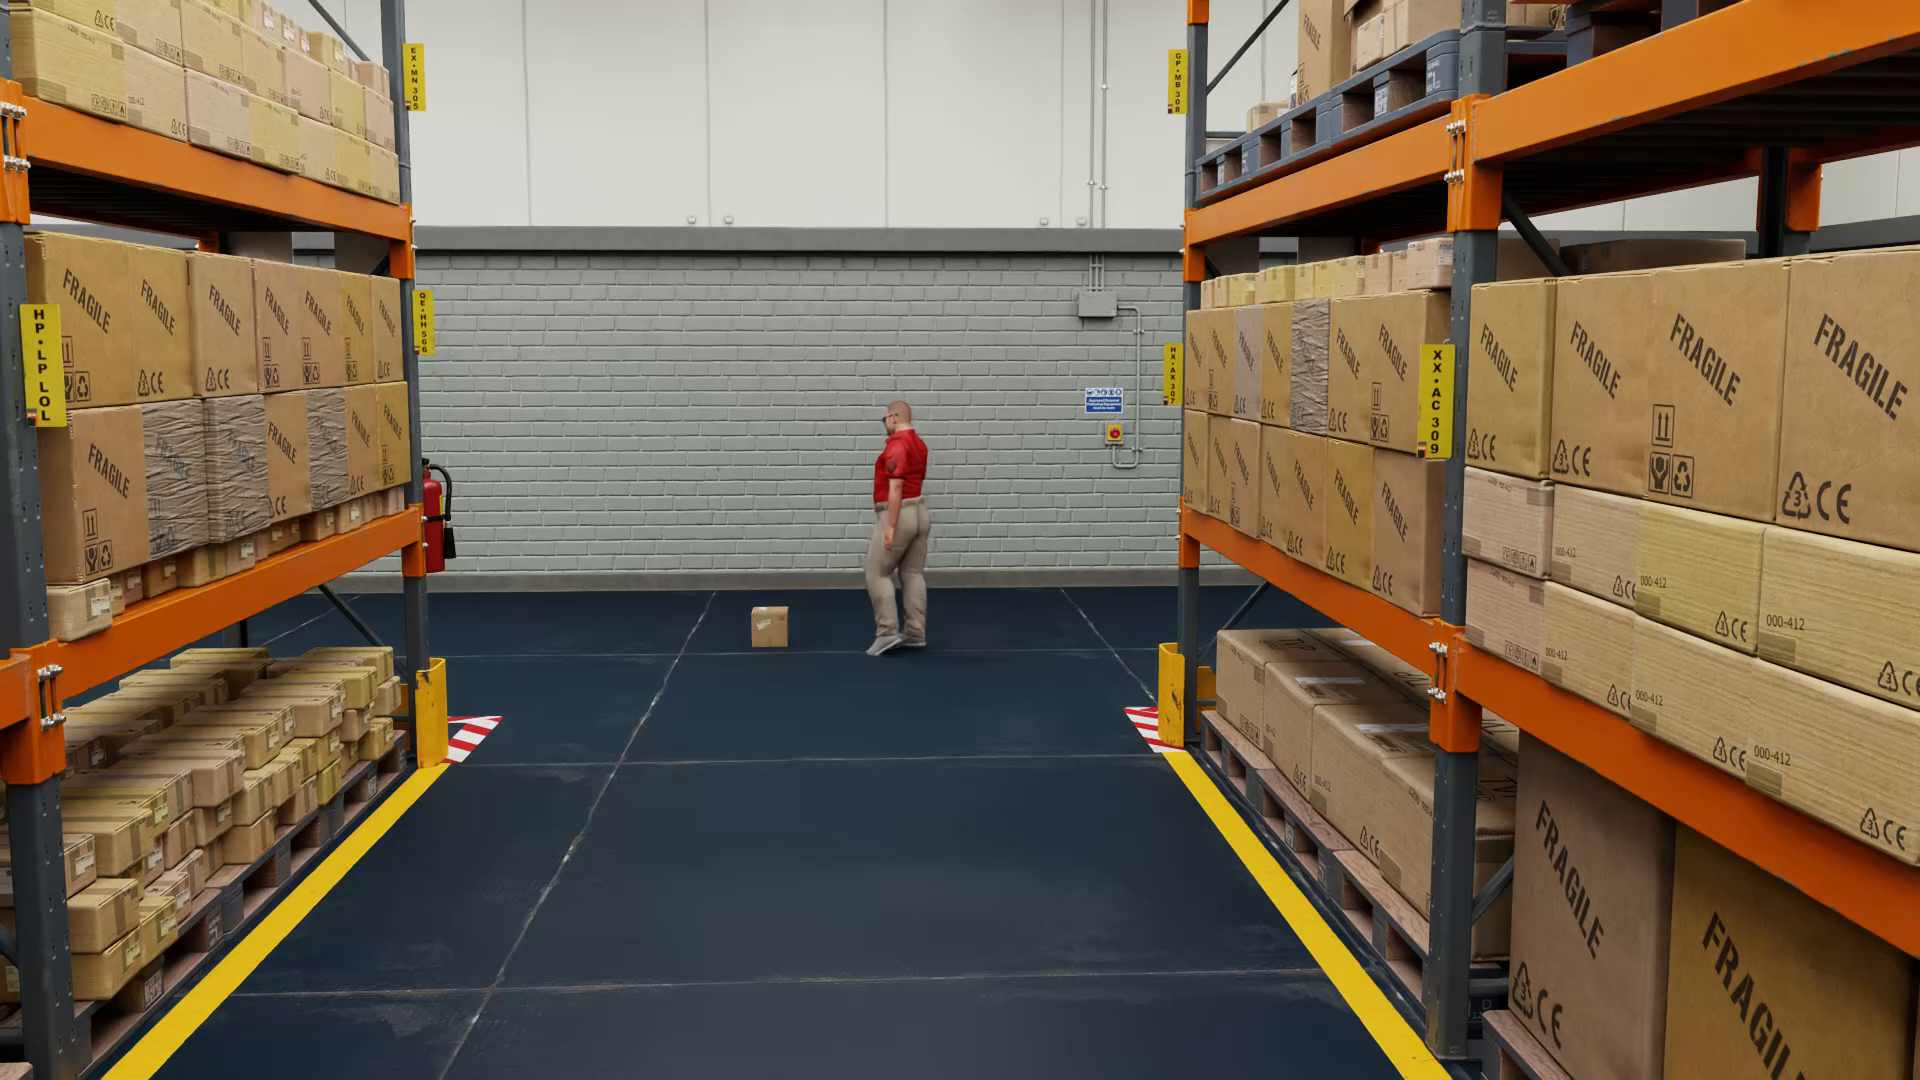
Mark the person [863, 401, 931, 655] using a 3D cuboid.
[{"bbox_3d":[-0.419,-0.067,11.562,0.376,1.797,0.558,4,8,28],"label":"person"}]
